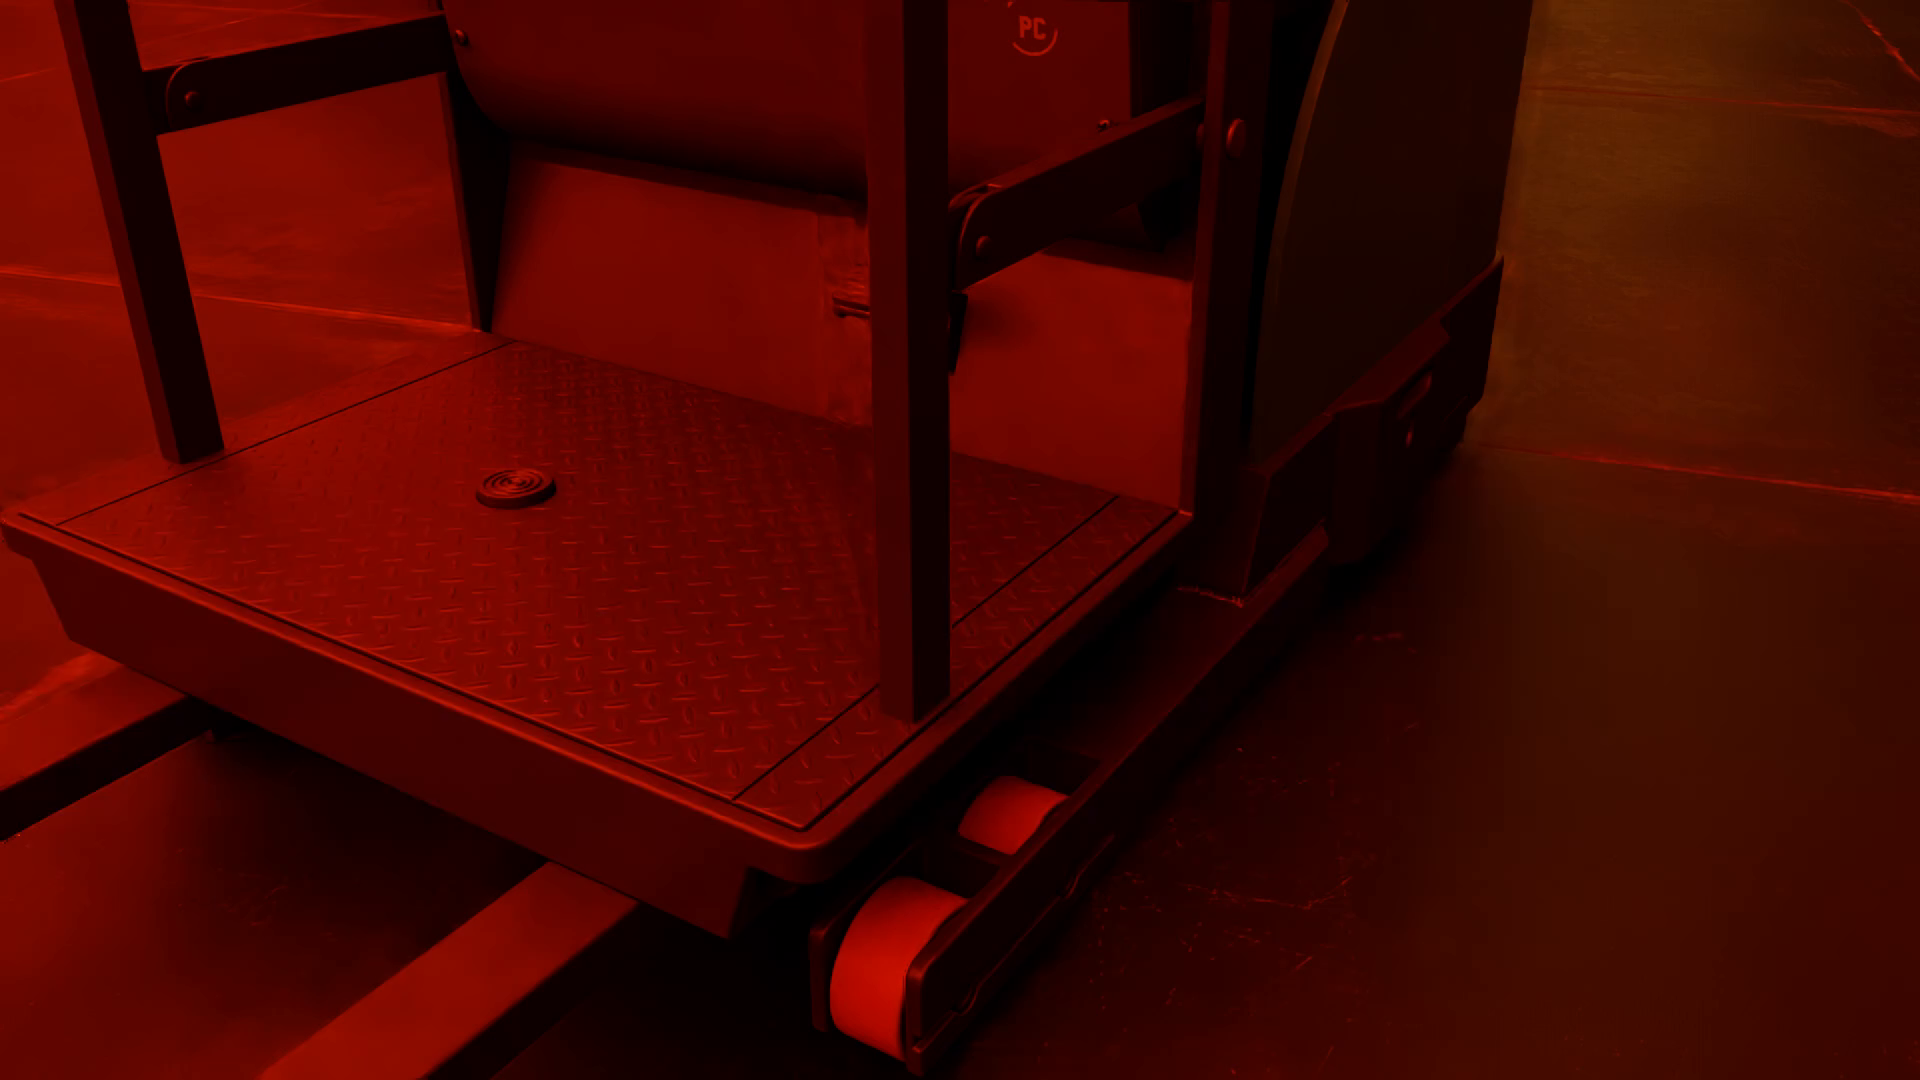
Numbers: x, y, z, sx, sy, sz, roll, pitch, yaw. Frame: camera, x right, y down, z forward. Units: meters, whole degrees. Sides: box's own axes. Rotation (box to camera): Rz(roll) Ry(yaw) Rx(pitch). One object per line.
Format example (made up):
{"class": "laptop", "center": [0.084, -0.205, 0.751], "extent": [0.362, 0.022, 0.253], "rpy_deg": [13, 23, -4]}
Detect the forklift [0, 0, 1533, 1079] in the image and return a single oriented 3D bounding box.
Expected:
{"class": "forklift", "center": [-0.316, -1.065, 1.362], "extent": [1.130, 2.935, 3.031], "rpy_deg": [16, 31, 28]}
